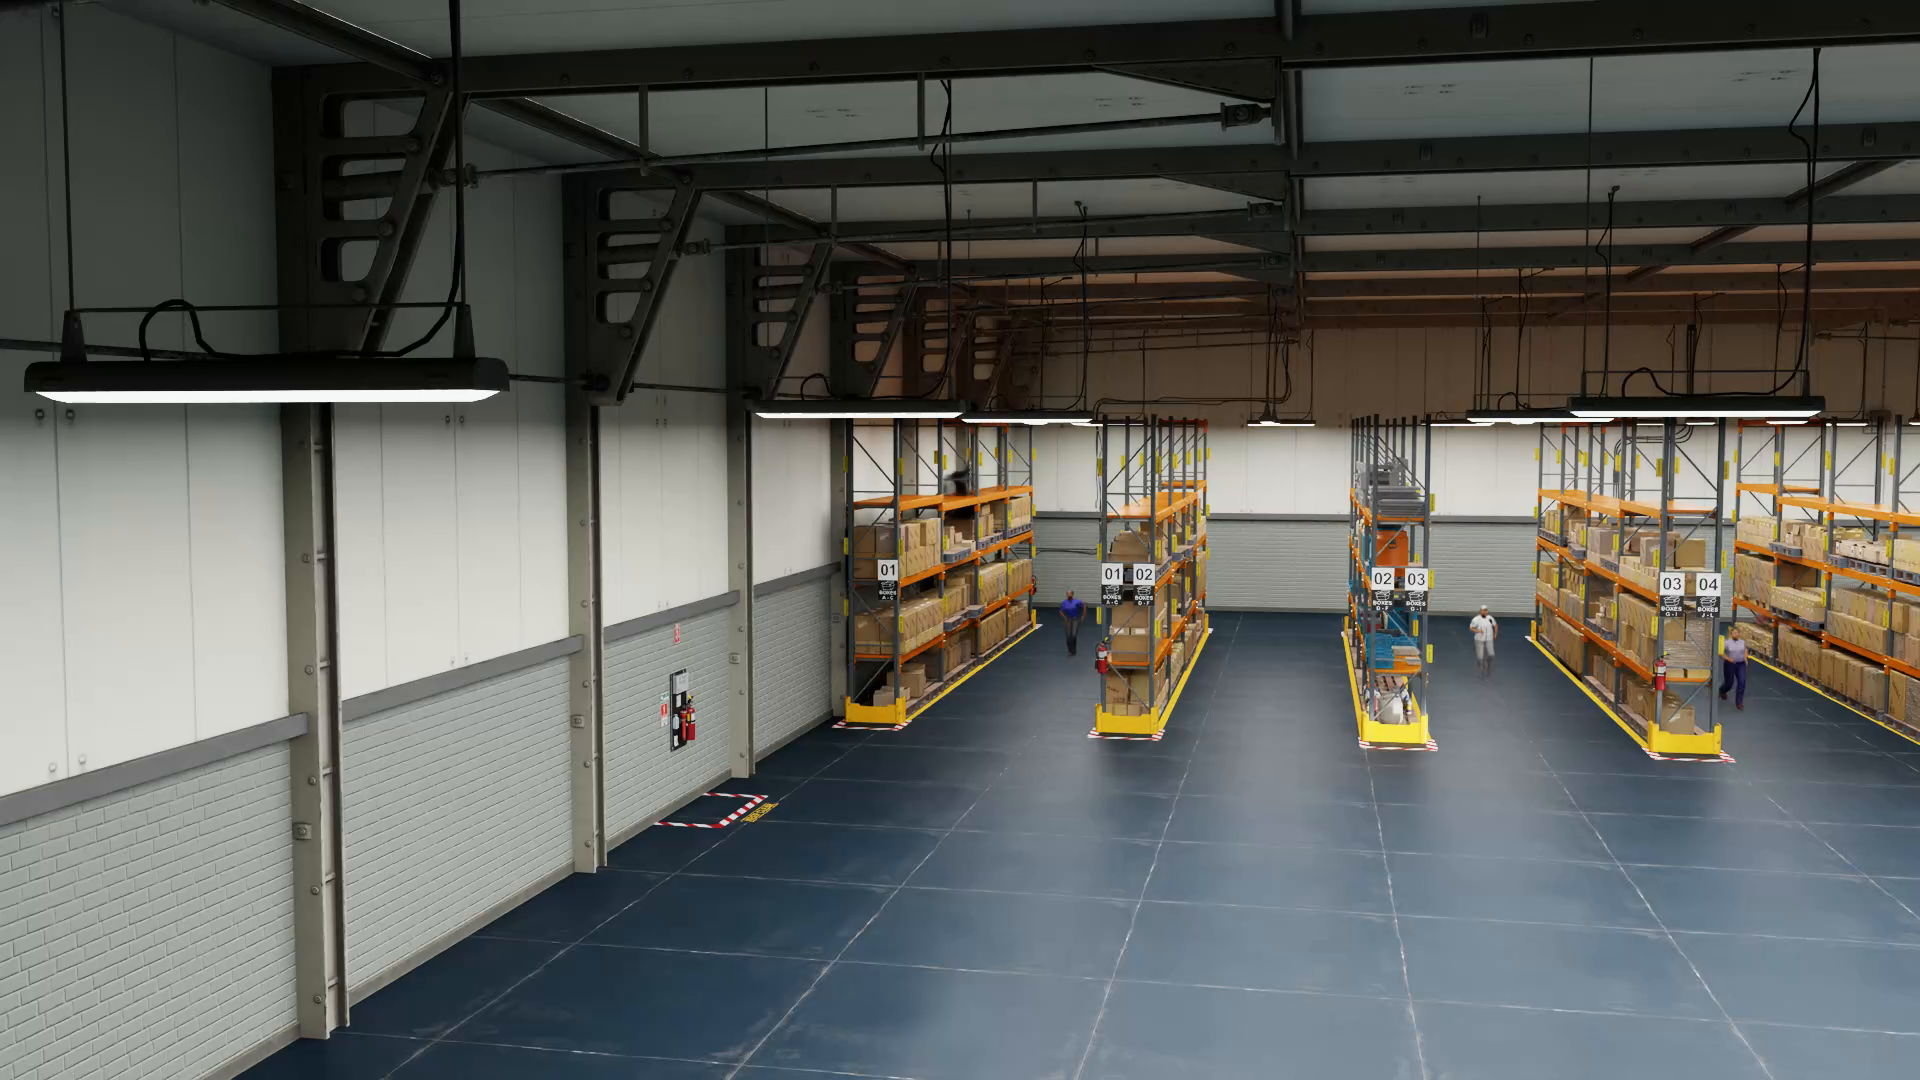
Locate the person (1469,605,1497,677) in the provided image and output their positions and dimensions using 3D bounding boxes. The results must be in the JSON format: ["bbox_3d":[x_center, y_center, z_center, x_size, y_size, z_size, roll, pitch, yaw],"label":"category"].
[{"bbox_3d":[12.097,2.345,38.386,0.667,1.649,0.604,0,4,4],"label":"person"}]

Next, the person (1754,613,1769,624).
[{"bbox_3d":[21.835,1.903,45.056,0.598,1.624,0.590,1,4,17],"label":"person"}]

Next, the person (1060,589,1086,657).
[{"bbox_3d":[2.673,1.994,39.644,0.602,1.637,0.683,1,4,14],"label":"person"}]

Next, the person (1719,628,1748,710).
[{"bbox_3d":[15.972,2.639,34.308,0.619,1.640,0.899,0,4,6],"label":"person"}]
